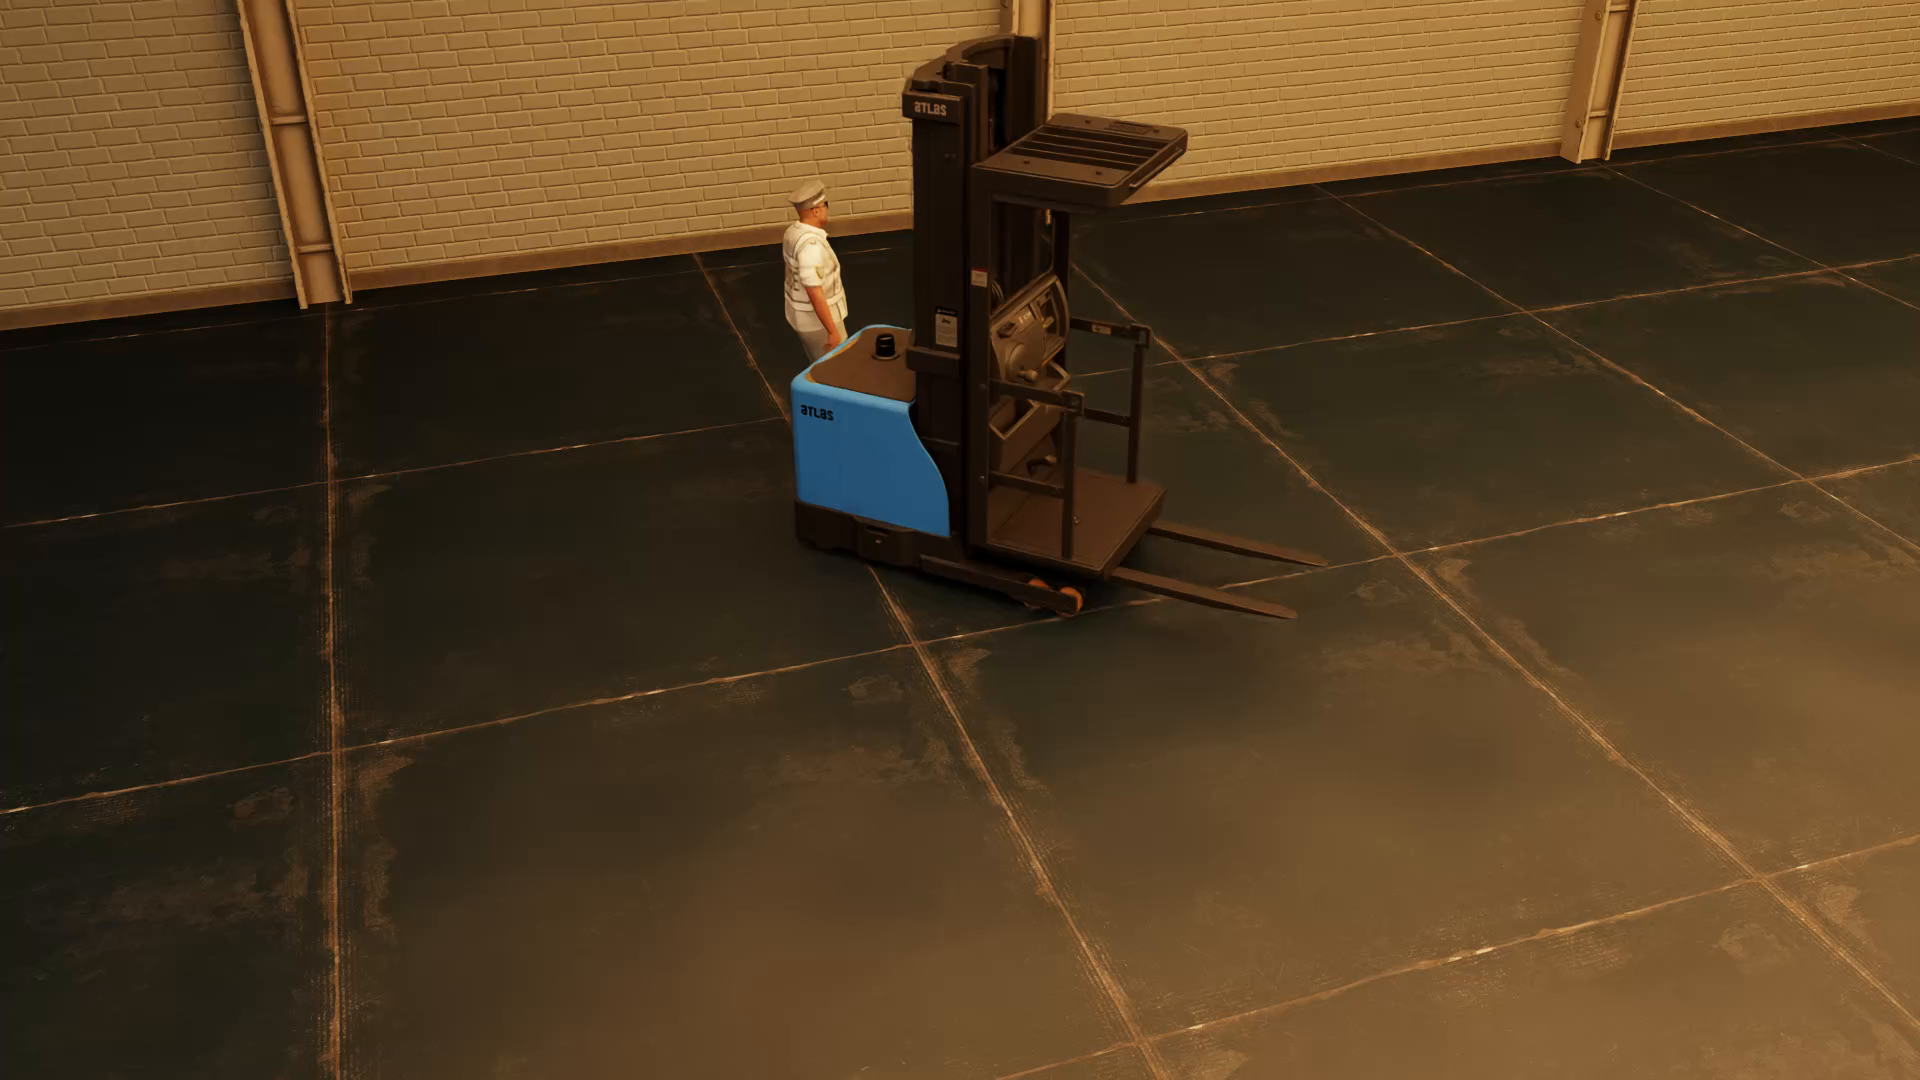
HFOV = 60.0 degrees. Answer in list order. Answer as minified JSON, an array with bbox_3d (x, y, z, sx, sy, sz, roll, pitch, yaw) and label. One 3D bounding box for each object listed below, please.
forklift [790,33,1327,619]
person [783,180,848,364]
[{"bbox_3d":[0.567,-1.142,9.071,3.031,2.935,1.130,14,33,22],"label":"forklift"},{"bbox_3d":[-0.868,-1.452,10.771,0.496,1.773,0.664,-11,32,-19],"label":"person"}]
